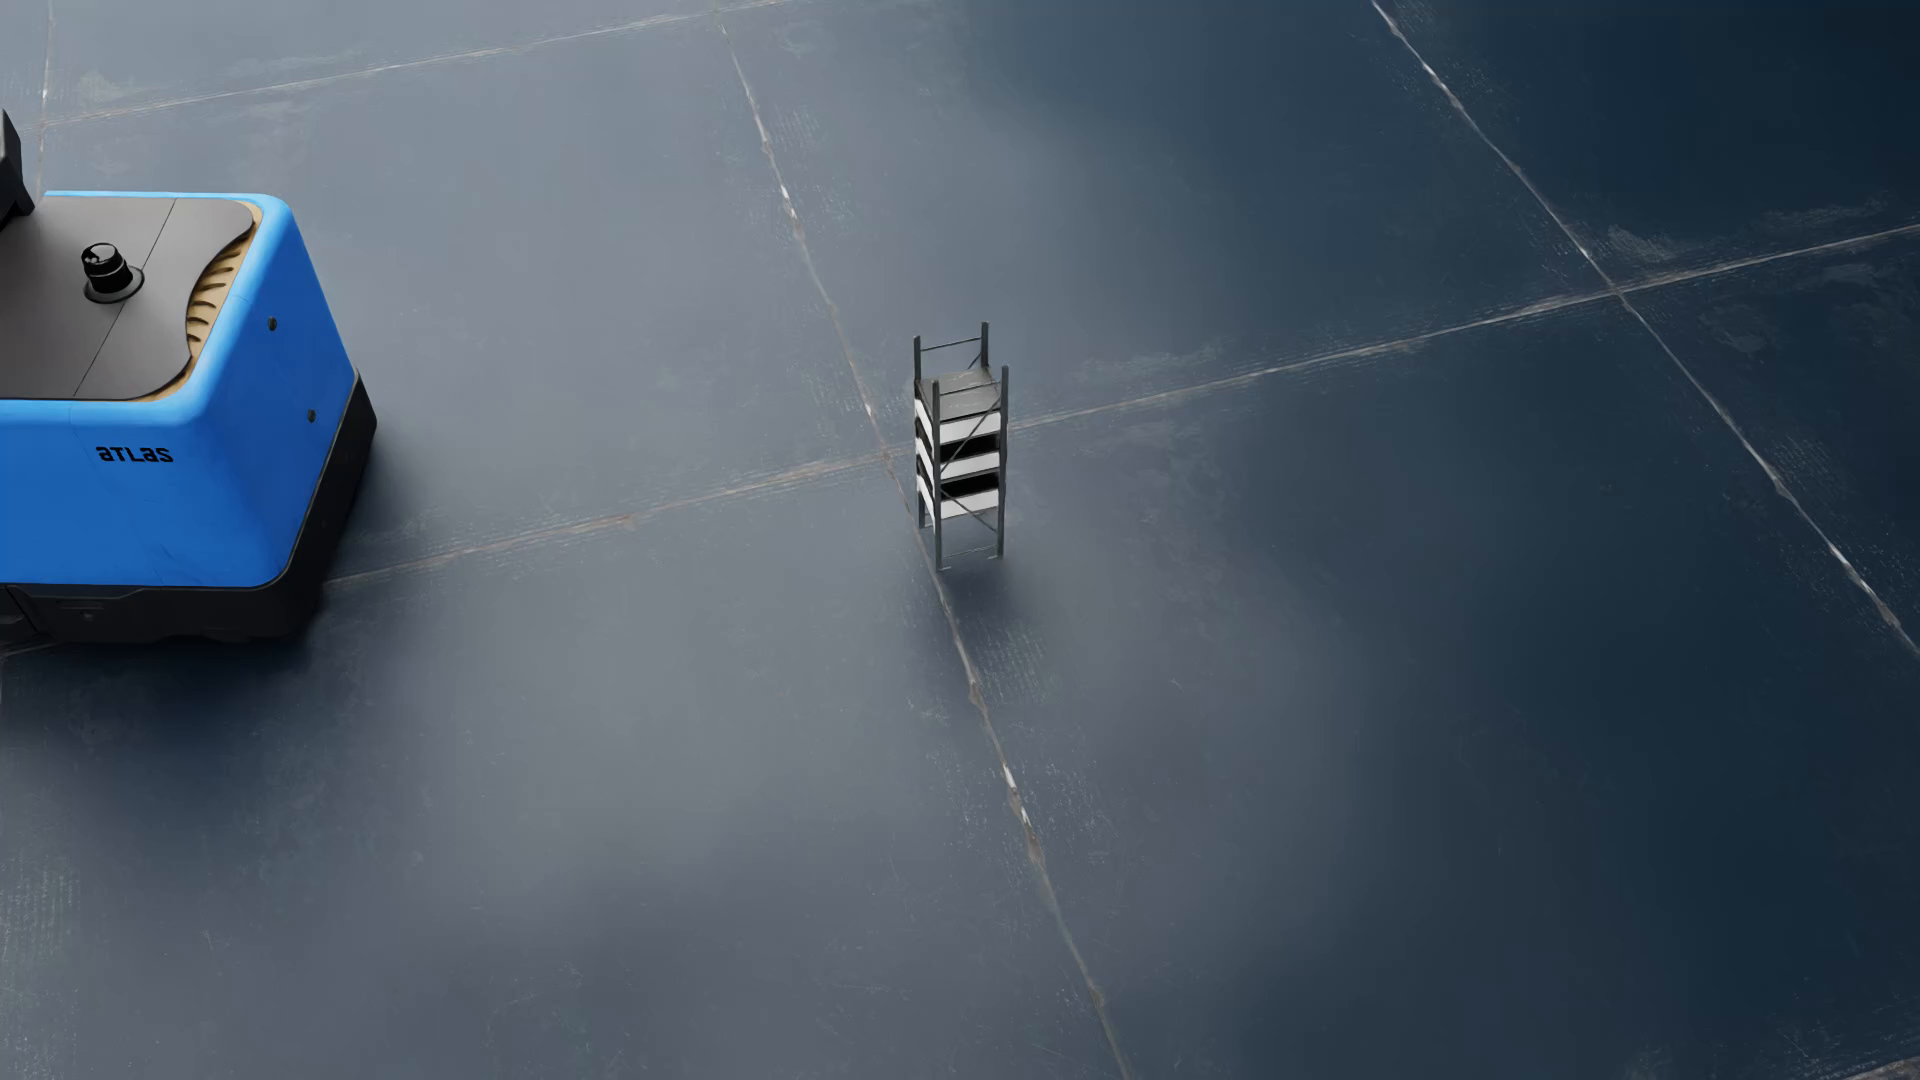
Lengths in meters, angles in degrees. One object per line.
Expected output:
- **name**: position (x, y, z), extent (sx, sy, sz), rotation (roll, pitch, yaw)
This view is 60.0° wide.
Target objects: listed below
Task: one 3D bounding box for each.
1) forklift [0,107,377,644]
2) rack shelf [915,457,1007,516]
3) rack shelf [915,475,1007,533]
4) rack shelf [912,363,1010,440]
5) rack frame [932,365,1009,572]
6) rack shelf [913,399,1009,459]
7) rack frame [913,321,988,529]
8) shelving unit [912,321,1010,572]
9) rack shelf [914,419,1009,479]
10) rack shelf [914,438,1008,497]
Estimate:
- **forklift**: position (-3.629, -1.012, 4.686), extent (3.031, 2.935, 1.130), rotation (1, 50, 1)
- **rack shelf**: position (0.002, -0.205, 5.495), extent (0.258, 0.077, 0.200), rotation (-13, 51, -11)
- **rack shelf**: position (0.002, -0.147, 5.564), extent (0.258, 0.077, 0.200), rotation (-13, 51, -11)
- **rack shelf**: position (0.002, -0.437, 5.220), extent (0.258, 0.077, 0.200), rotation (-13, 51, -11)
- **rack frame**: position (0.032, -0.210, 5.338), extent (0.240, 0.900, 0.006), rotation (-13, 51, -11)
- **rack shelf**: position (0.002, -0.379, 5.289), extent (0.258, 0.077, 0.200), rotation (-13, 51, -11)
- **rack frame**: position (-0.028, -0.358, 5.464), extent (0.240, 0.900, 0.006), rotation (-13, 51, -11)
- **shelving unit**: position (0.002, -0.284, 5.401), extent (0.258, 0.900, 0.210), rotation (-13, 51, -11)
- **rack shelf**: position (0.002, -0.321, 5.358), extent (0.258, 0.077, 0.200), rotation (-13, 51, -11)
- **rack shelf**: position (0.002, -0.263, 5.426), extent (0.258, 0.077, 0.200), rotation (-13, 51, -11)
